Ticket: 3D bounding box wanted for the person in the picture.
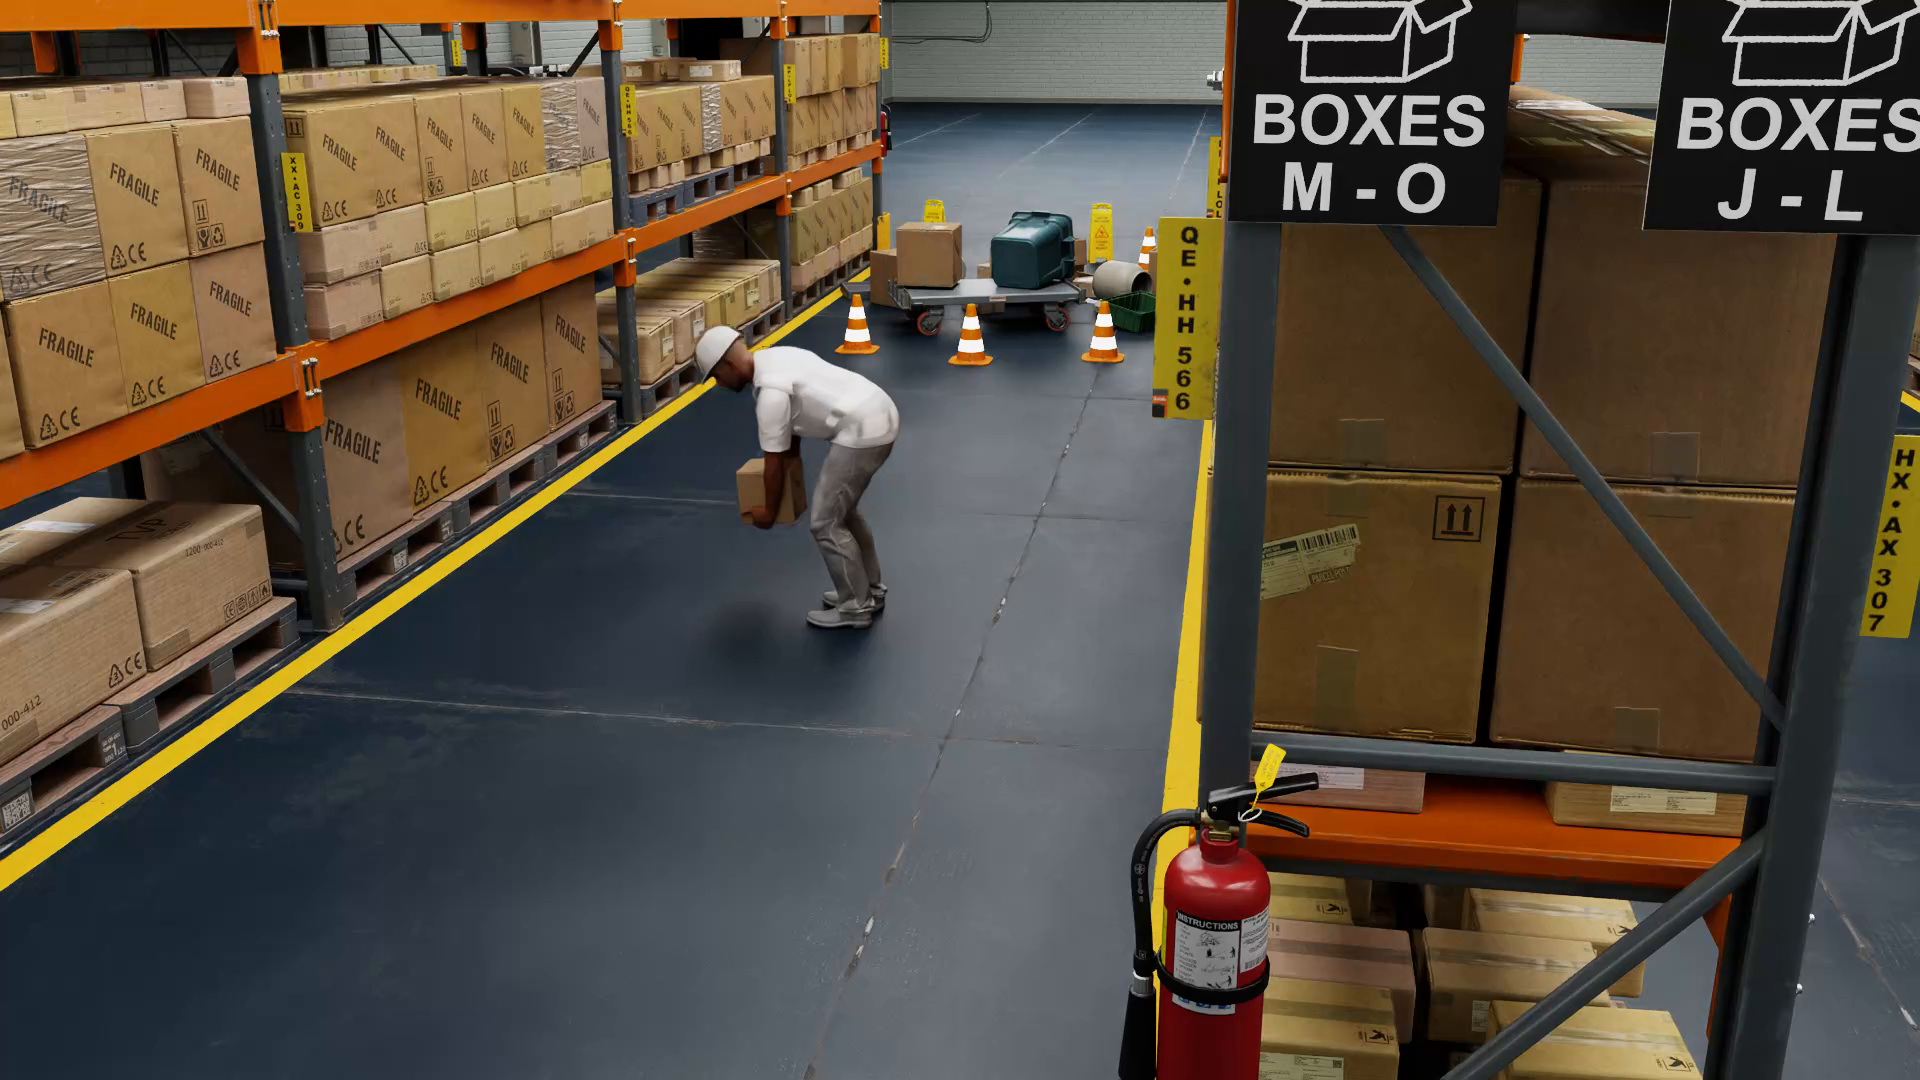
[{"bbox_3d":[-0.734,-0.298,7.613,0.918,1.355,0.475,2,18,7],"label":"person"}]
